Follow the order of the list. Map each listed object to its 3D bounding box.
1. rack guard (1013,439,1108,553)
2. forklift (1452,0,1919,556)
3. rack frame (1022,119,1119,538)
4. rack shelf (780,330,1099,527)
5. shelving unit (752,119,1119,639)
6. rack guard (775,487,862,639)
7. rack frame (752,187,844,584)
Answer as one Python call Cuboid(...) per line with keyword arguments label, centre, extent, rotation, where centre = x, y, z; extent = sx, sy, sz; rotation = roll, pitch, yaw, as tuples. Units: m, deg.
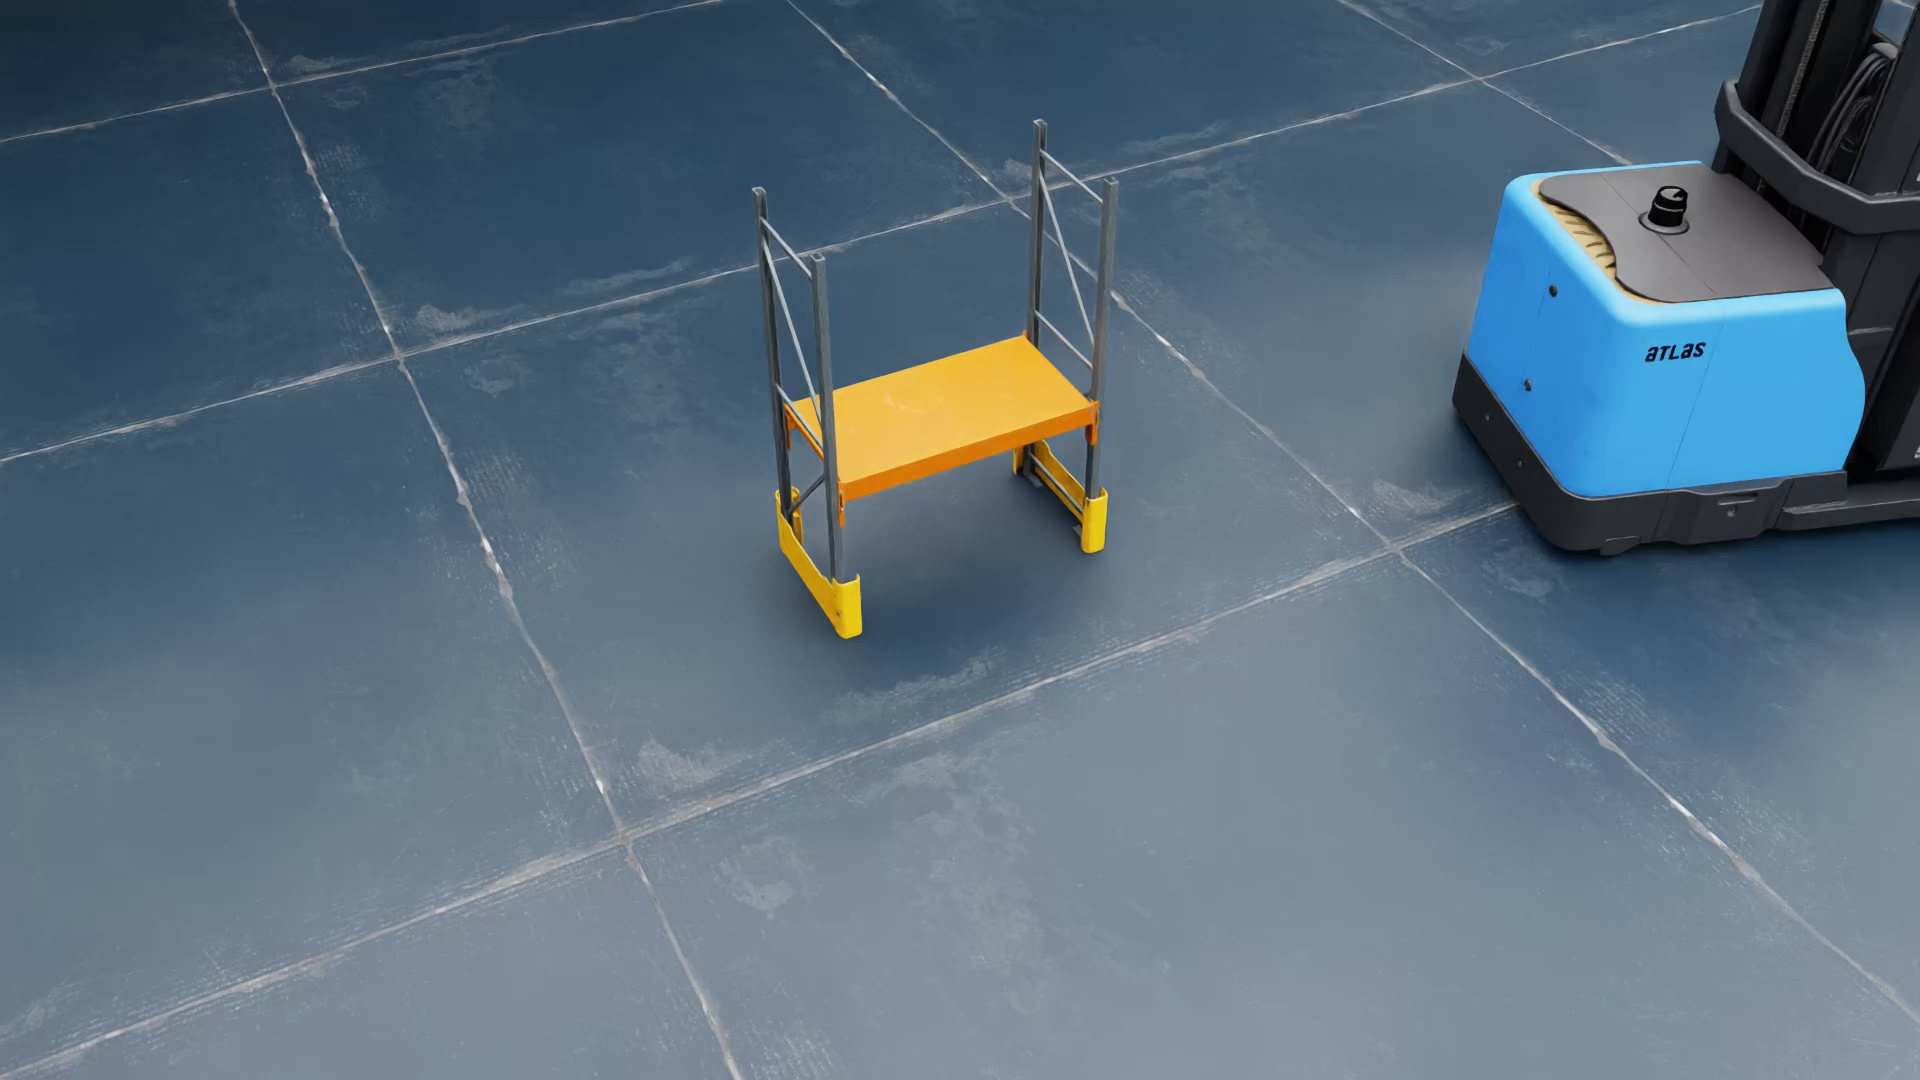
Cuboid(label="rack guard", centre=(0.374, -0.221, 6.318), extent=(0.087, 0.250, 0.587), rotation=(-19, 44, -21))
Cuboid(label="forklift", centre=(3.579, -1.512, 5.767), extent=(3.031, 2.935, 1.130), rotation=(-6, 41, -7))
Cuboid(label="rack frame", centre=(0.375, -0.699, 5.915), extent=(0.032, 1.500, 0.500), rotation=(-19, 44, -21))
Cuboid(label="rack shelf", centre=(-0.076, -0.410, 5.852), extent=(1.000, 0.185, 0.538), rotation=(-19, 44, -21))
Cuboid(label="shelving unit", centre=(-0.068, -0.550, 5.739), extent=(1.083, 1.500, 0.587), rotation=(-19, 44, -21))
Cuboid(label="rack guard", centre=(-0.509, 0.076, 5.967), extent=(0.087, 0.250, 0.587), rotation=(-19, 44, -21))
Cuboid(label="rack frame", centre=(-0.527, -0.395, 5.556), extent=(0.032, 1.500, 0.500), rotation=(-19, 44, -21))
